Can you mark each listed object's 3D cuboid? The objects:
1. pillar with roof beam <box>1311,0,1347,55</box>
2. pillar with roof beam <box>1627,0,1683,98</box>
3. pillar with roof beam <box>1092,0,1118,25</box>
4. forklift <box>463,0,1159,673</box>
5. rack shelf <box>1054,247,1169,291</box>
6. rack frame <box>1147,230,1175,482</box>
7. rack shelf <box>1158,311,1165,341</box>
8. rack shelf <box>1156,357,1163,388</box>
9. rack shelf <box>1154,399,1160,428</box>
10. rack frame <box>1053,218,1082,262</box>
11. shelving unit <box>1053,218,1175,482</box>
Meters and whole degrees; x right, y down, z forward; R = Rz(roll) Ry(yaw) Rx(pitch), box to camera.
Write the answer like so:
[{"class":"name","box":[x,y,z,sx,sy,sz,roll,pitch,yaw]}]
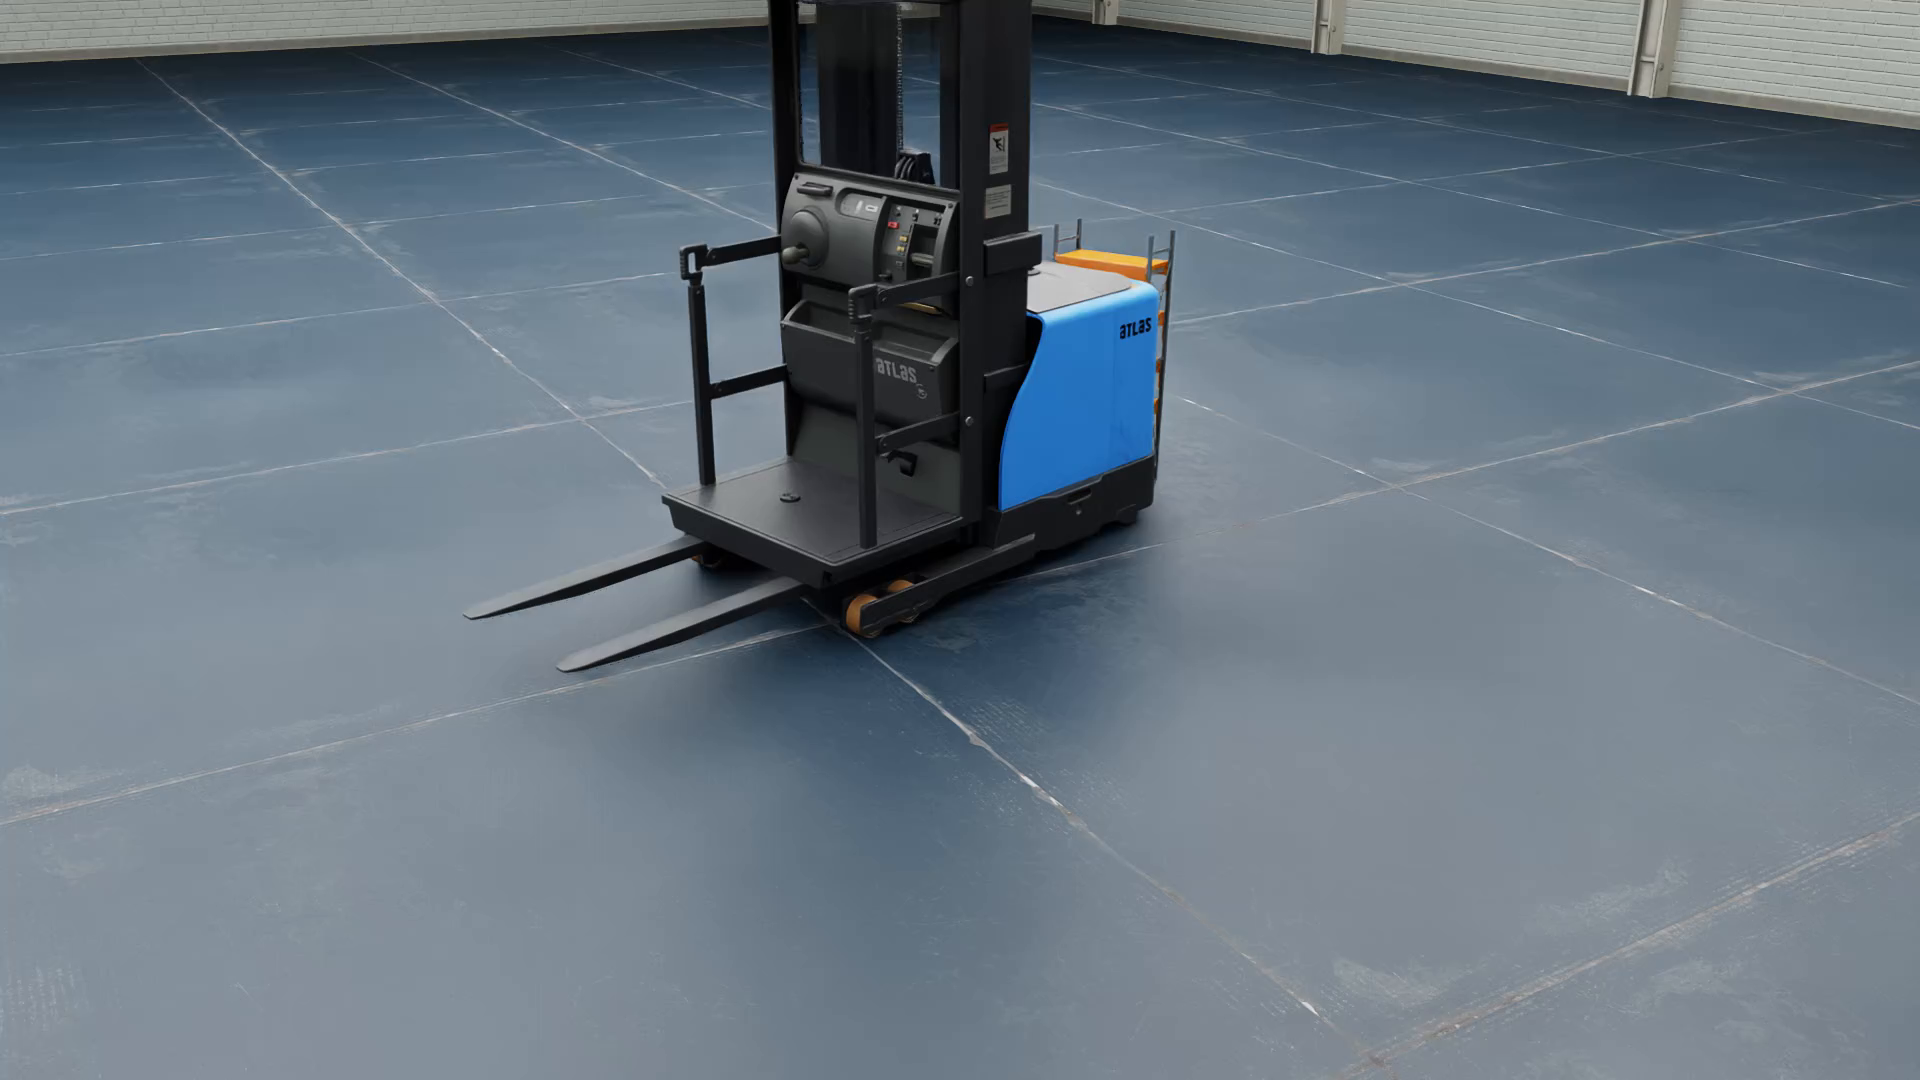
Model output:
[{"class":"pillar with roof beam","box":[2.056,-10.985,22.386,9.100,9.000,0.400,-13,25,-28]},{"class":"pillar with roof beam","box":[5.121,-9.042,17.607,9.100,9.000,0.400,-13,25,-28]},{"class":"pillar with roof beam","box":[-1.009,-12.927,27.164,9.100,9.000,0.400,-13,25,-28]},{"class":"forklift","box":[-0.514,-1.200,6.372,1.130,2.935,3.031,20,30,40]},{"class":"rack shelf","box":[0.705,-1.245,7.719,0.480,0.148,0.258,14,23,30]},{"class":"rack frame","box":[0.898,-0.824,7.727,0.015,1.200,0.240,14,23,30]},{"class":"rack shelf","box":[0.698,-1.022,7.798,0.480,0.148,0.258,14,23,30]},{"class":"rack shelf","box":[0.691,-0.811,7.872,0.480,0.148,0.258,14,23,30]},{"class":"rack shelf","box":[0.685,-0.624,7.938,0.480,0.148,0.258,14,23,30]},{"class":"rack frame","box":[0.488,-0.924,7.972,0.015,1.200,0.240,14,23,30]},{"class":"shelving unit","box":[0.693,-0.874,7.850,0.503,1.200,0.258,14,23,30]}]
